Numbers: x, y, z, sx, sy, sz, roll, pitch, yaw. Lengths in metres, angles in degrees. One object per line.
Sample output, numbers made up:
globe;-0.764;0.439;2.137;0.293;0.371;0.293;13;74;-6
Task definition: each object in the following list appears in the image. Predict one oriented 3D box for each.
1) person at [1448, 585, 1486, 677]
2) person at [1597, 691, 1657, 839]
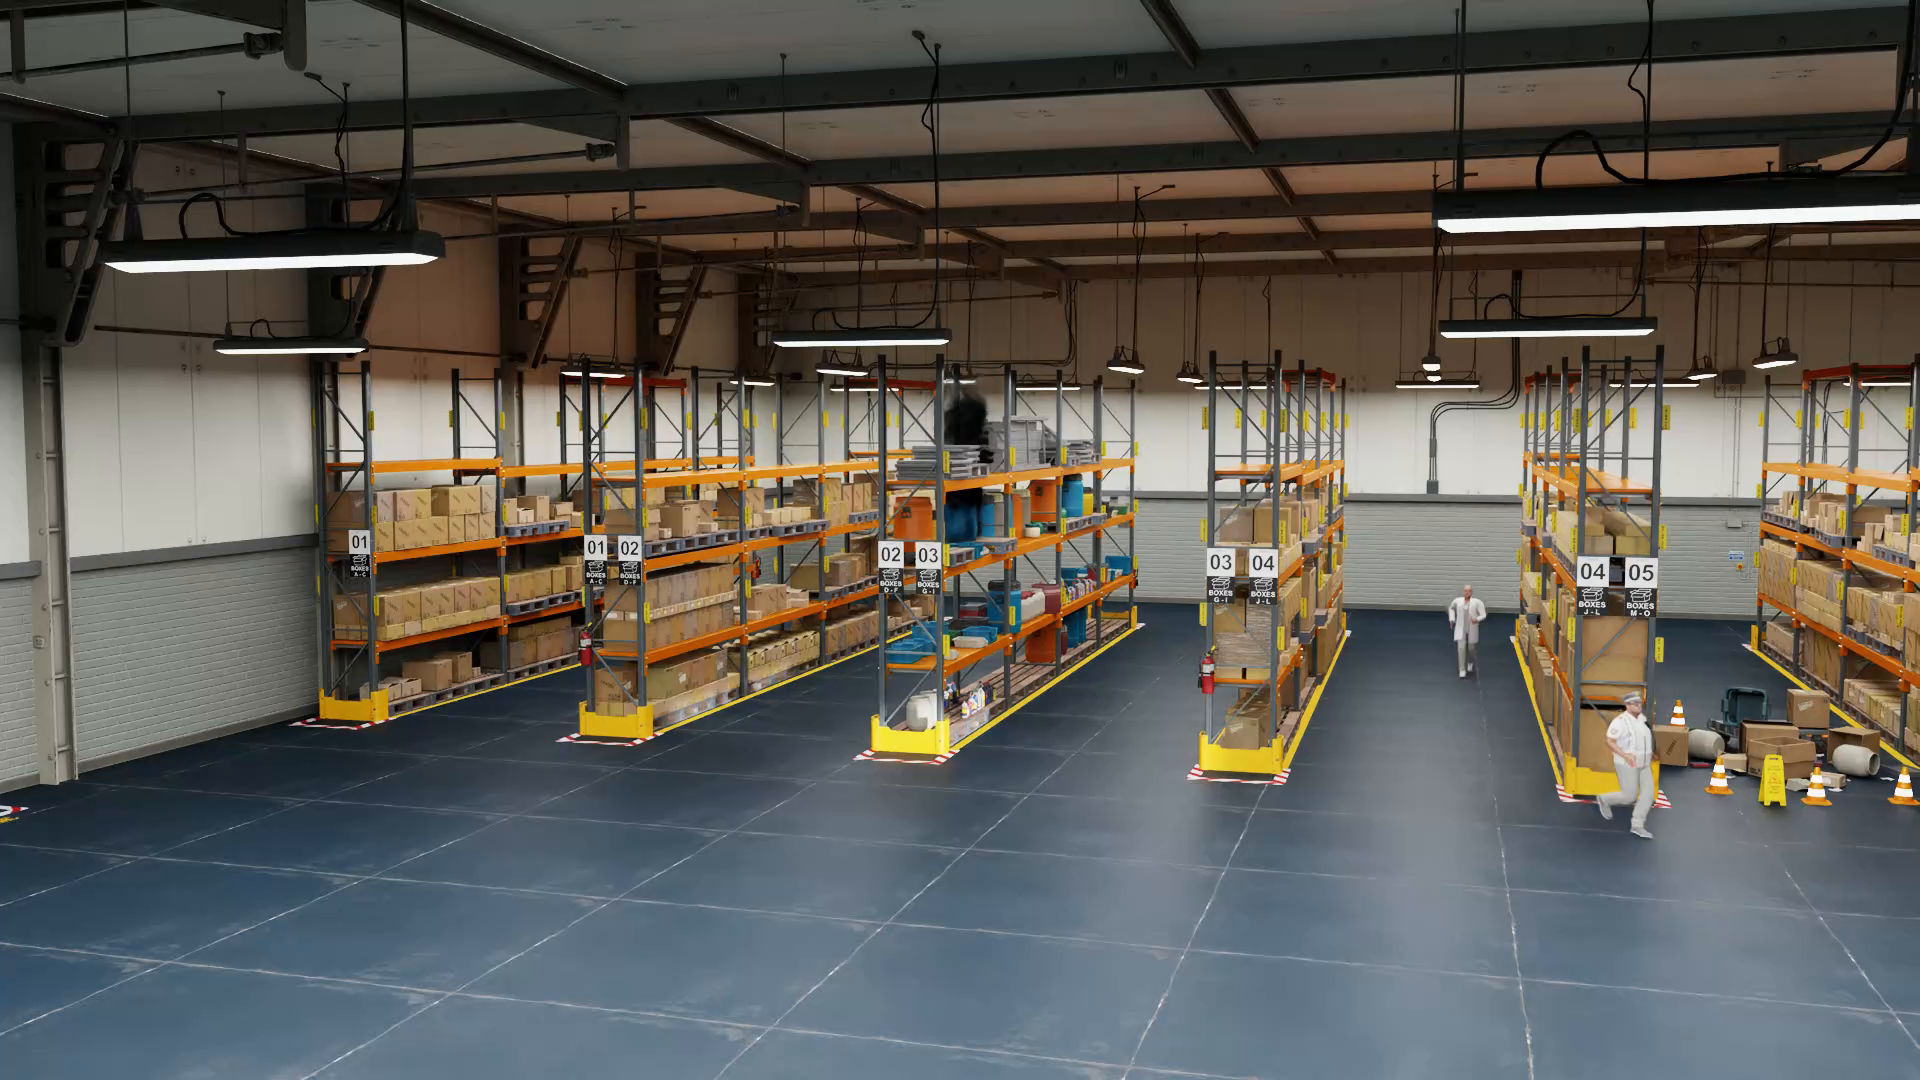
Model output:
person;9.934;1.767;32.640;0.710;1.762;1.033;2;4;20
person;8.140;2.696;20.211;0.674;1.759;0.757;-2;4;-25
